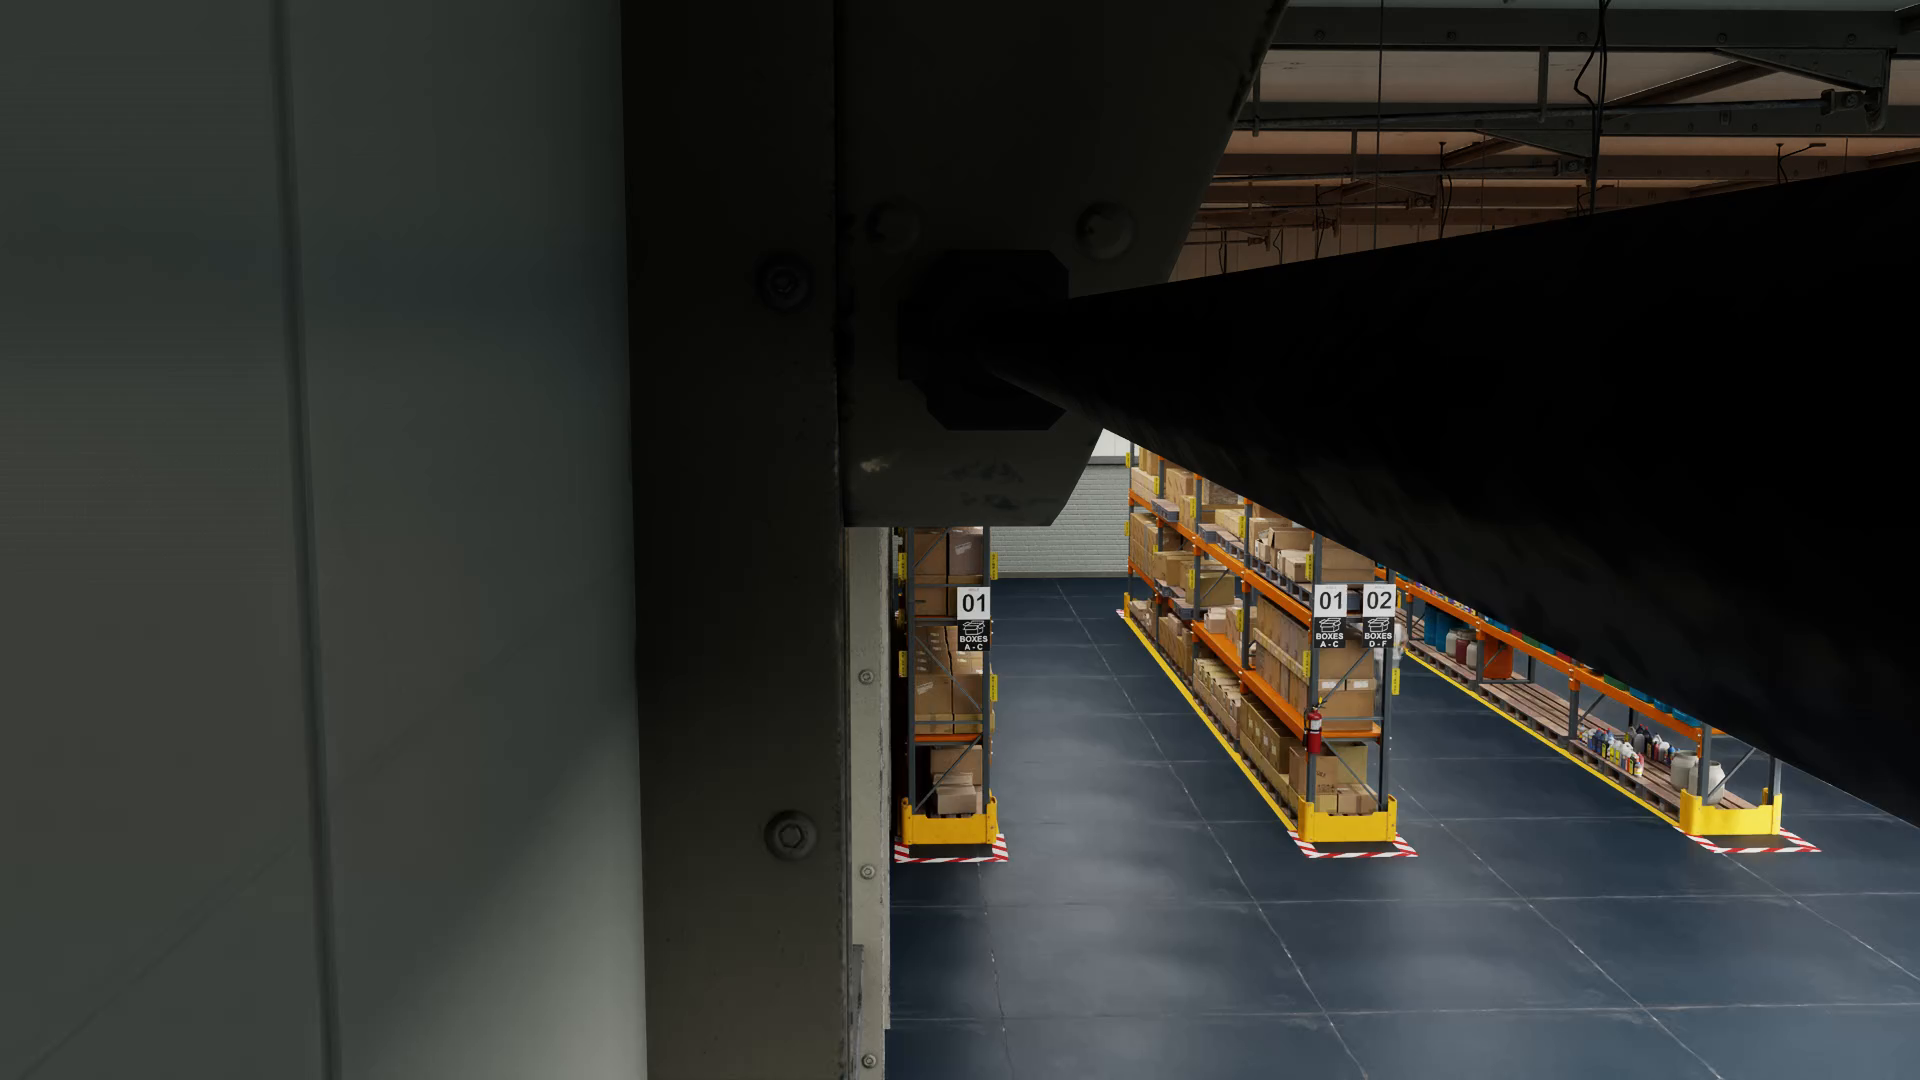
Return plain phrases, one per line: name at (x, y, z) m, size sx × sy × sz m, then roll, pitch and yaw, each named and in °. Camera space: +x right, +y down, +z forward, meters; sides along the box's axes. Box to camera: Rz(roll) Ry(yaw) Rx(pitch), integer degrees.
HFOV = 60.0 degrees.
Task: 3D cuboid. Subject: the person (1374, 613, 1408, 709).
person at (7.033, 1.970, 27.294) m, size 0.681 × 1.739 × 0.622 m, roll -1°, pitch 7°, yaw -8°
